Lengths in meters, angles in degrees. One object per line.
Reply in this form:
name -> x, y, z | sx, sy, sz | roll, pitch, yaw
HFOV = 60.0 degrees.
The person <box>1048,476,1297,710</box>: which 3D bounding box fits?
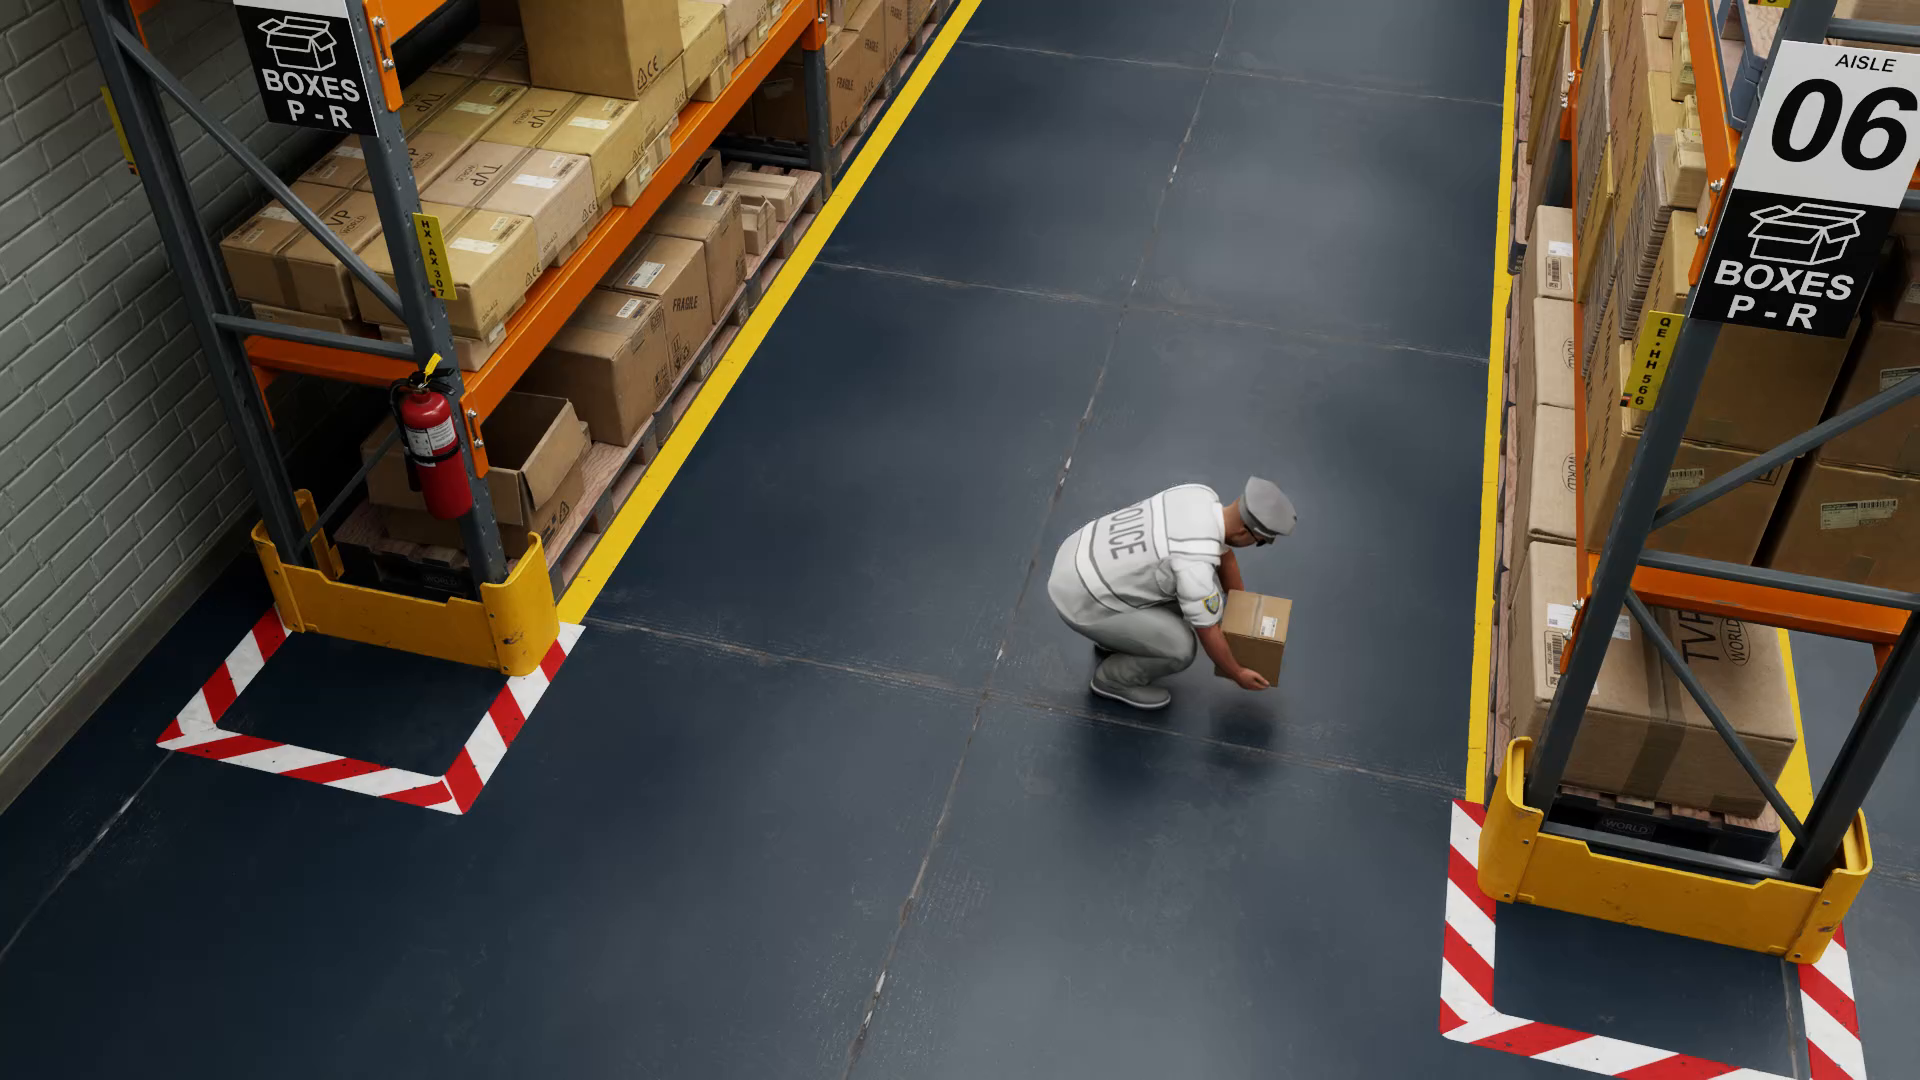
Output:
person -> 0.812, 0.170, 6.528 | 0.909, 1.013, 0.558 | 10, 42, 11
